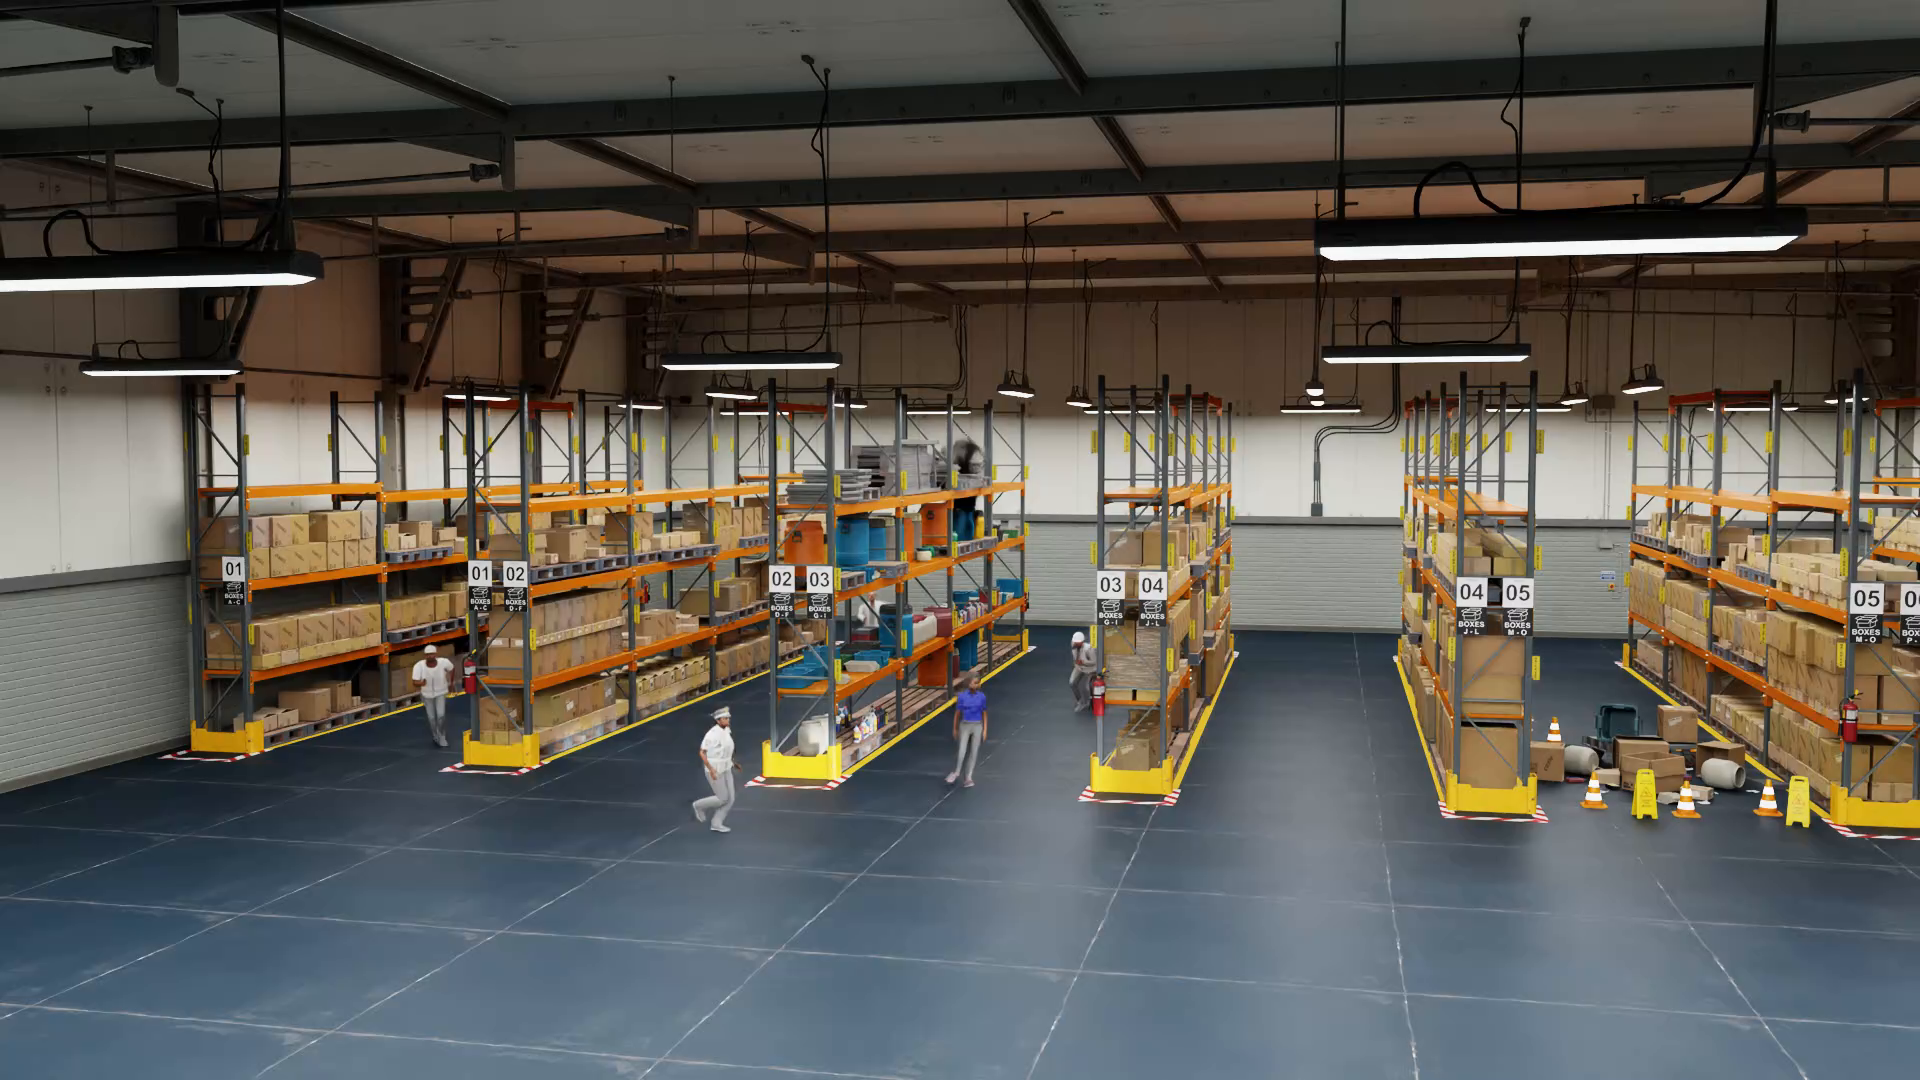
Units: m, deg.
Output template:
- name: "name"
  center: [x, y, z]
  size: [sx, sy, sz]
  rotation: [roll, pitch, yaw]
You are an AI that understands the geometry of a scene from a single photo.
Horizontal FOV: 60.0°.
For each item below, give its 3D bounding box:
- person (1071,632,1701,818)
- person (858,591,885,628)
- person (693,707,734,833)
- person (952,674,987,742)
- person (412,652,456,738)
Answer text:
- name: "person"
  center: [-2.383, 0.774, 21.637]
  size: [20.892, 6.011, 22.388]
  rotation: [2, 4, 30]
- name: "person"
  center: [-1.947, 1.944, 37.030]
  size: [0.662, 1.659, 0.828]
  rotation: [1, 3, 13]
- name: "person"
  center: [-3.178, 2.956, 21.517]
  size: [0.506, 1.633, 0.529]
  rotation: [2, 4, 29]
- name: "person"
  center: [0.126, 2.504, 24.294]
  size: [0.419, 0.890, 0.272]
  rotation: [-1, 3, -17]
- name: "person"
  center: [-8.704, 2.531, 27.542]
  size: [0.647, 1.558, 0.945]
  rotation: [0, 3, -6]
